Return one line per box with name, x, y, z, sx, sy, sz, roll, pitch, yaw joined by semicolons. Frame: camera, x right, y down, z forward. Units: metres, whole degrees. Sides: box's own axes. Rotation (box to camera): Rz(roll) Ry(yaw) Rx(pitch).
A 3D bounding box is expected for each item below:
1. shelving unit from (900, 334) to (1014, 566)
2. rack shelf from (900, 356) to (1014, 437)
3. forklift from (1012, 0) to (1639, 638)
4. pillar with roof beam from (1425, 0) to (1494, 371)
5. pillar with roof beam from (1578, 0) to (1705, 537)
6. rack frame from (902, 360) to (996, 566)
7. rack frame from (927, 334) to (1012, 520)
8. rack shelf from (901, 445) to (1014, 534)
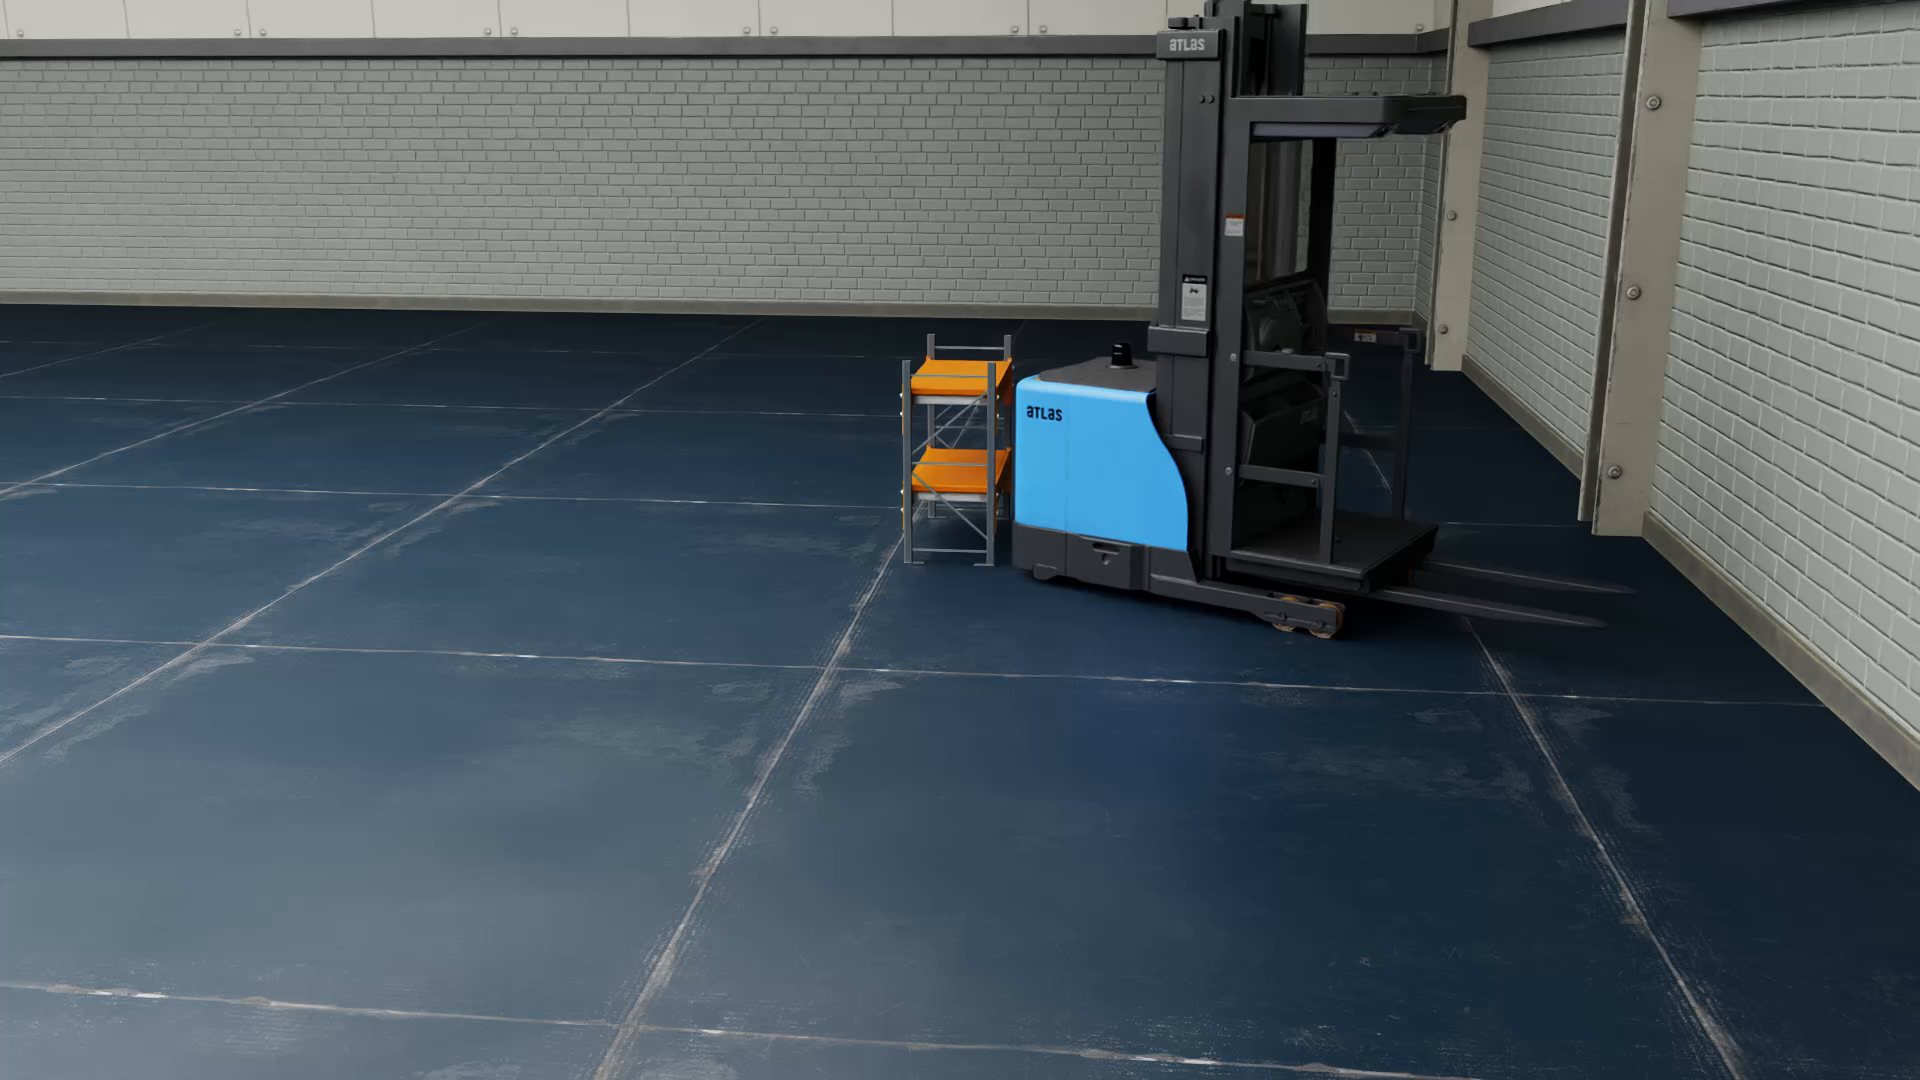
shelving unit;-0.001;-0.541;9.509;0.538;1.125;1.048;2;15;6
rack shelf;-0.001;-0.824;9.432;0.538;0.278;1.000;2;15;6
forklift;1.787;-1.104;8.130;3.031;2.935;1.130;10;18;32
pillar with roof beam;0.298;-6.103;14.991;9.100;9.000;0.400;2;15;6
pillar with roof beam;-0.379;-4.546;9.236;9.100;9.000;0.400;2;15;6
rack frame;-0.058;-0.409;9.021;0.500;1.125;0.032;2;15;6
rack frame;0.057;-0.673;9.996;0.500;1.125;0.032;2;15;6
rack shelf;-0.001;-0.305;9.573;0.538;0.278;1.000;2;15;6
